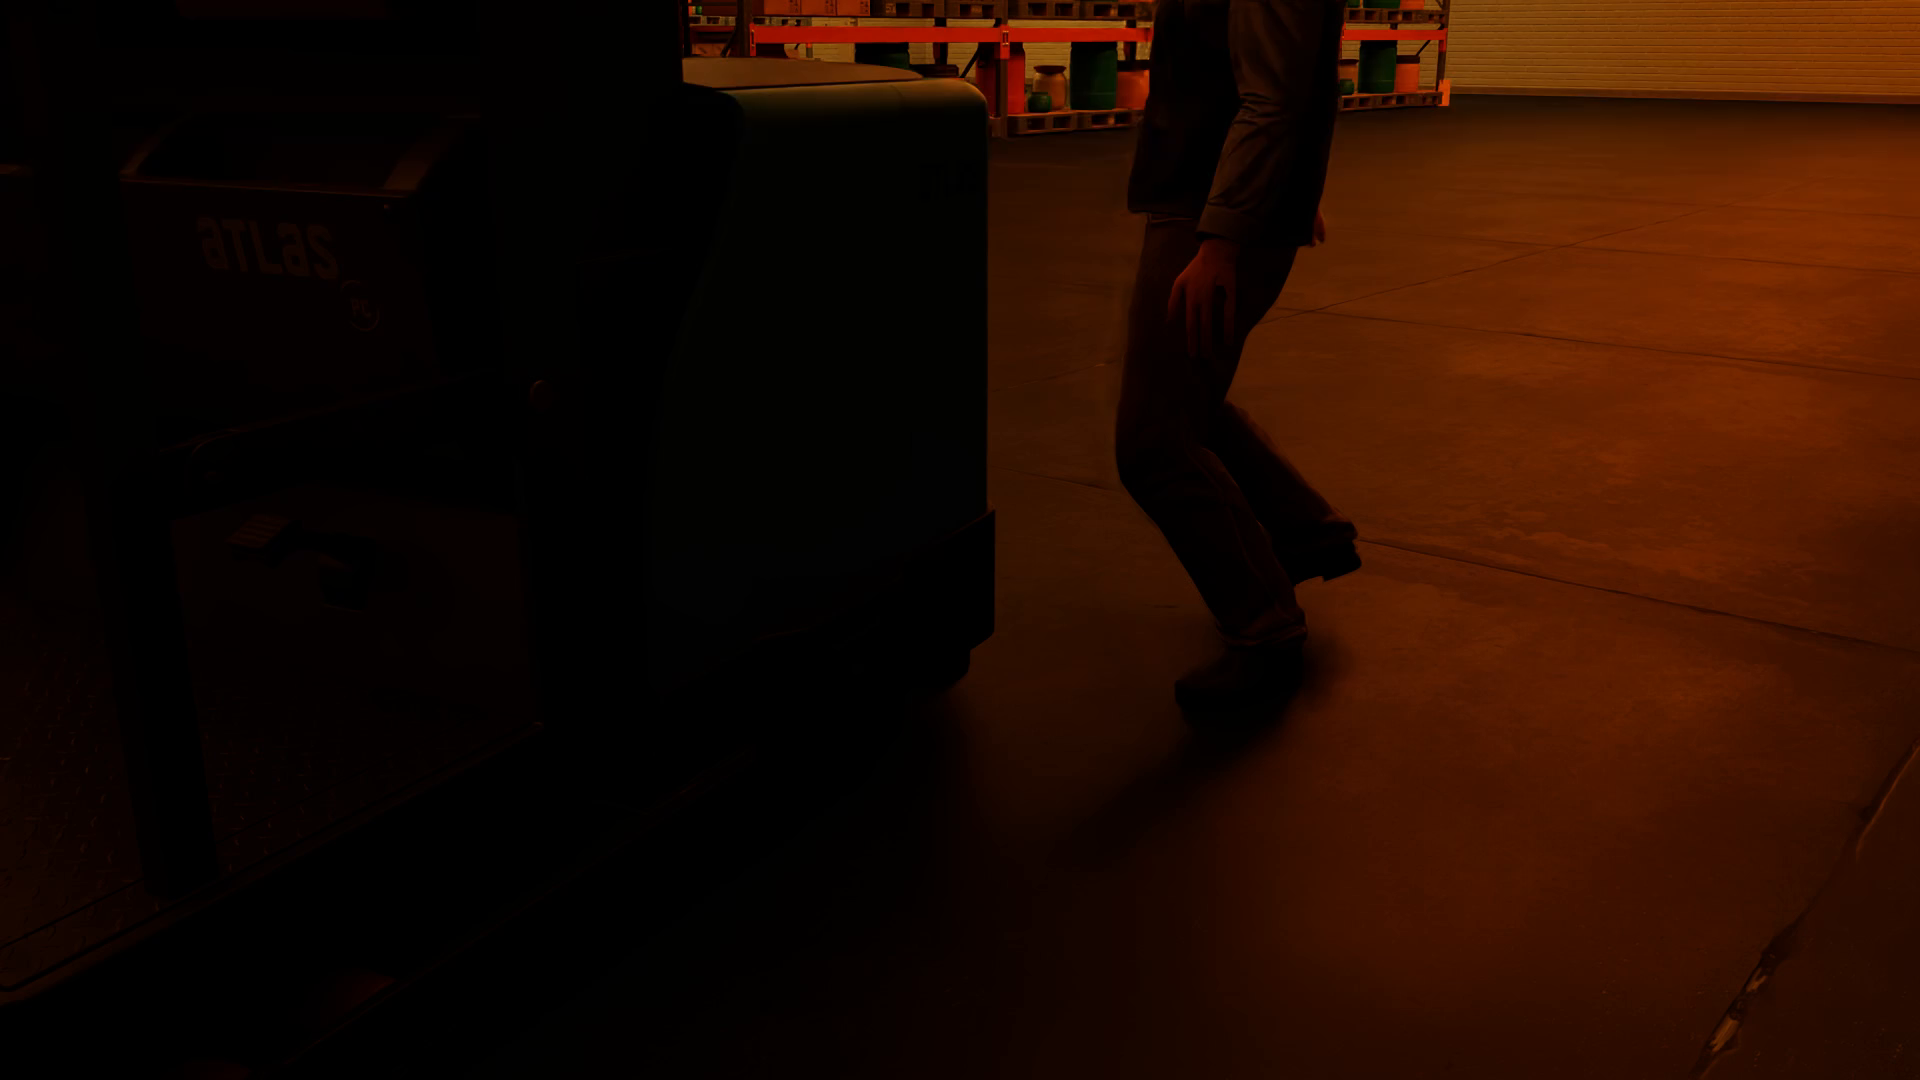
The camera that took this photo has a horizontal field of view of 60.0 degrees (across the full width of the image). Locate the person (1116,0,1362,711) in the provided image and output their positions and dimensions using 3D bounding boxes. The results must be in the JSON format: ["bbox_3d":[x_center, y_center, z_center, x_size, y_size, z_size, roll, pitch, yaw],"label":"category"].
[{"bbox_3d":[0.548,-0.597,3.104,0.482,1.641,0.870,4,17,14],"label":"person"}]

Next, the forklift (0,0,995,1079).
[{"bbox_3d":[-1.065,-0.859,1.727,1.130,2.935,3.031,9,19,26],"label":"forklift"}]
